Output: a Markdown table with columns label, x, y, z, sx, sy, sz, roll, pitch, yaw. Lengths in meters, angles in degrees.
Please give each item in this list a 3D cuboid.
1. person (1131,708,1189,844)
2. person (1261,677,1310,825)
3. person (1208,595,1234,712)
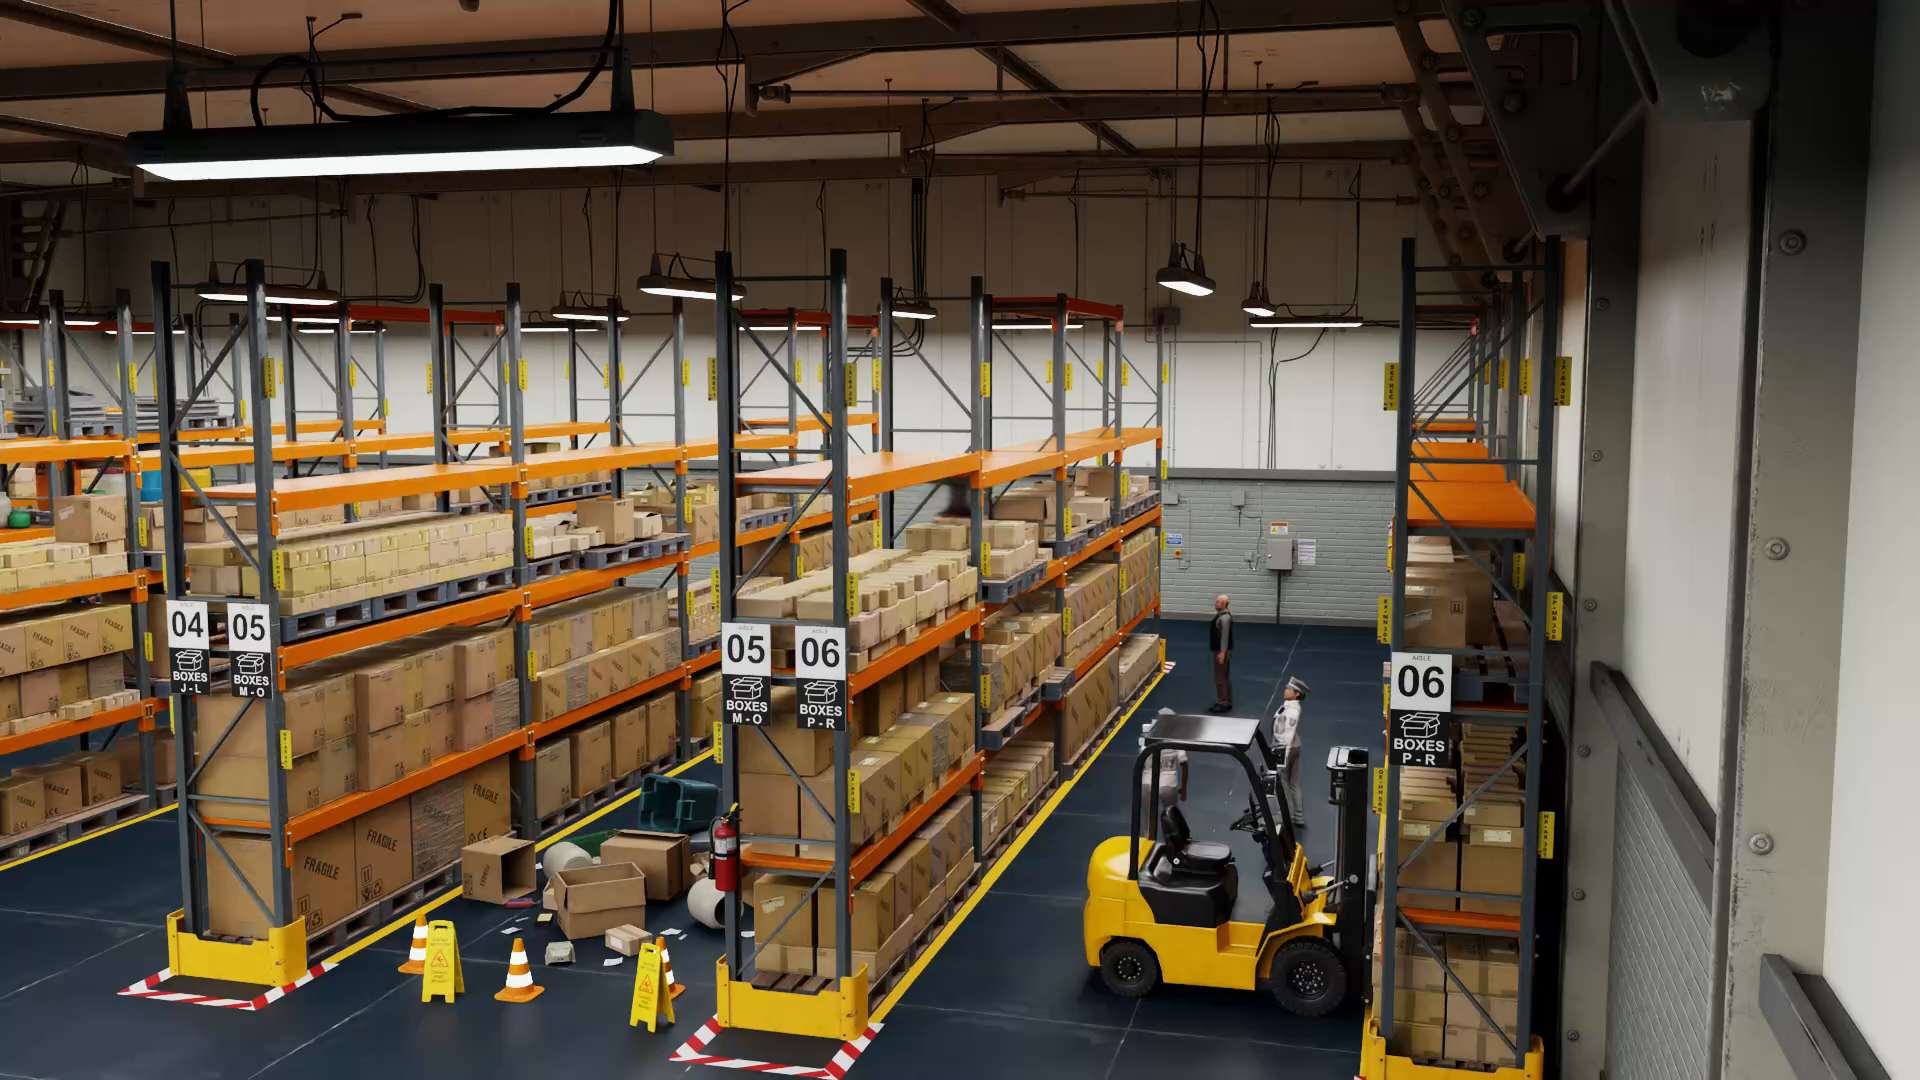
| label | x | y | z | sx | sy | sz | roll | pitch | yaw |
| --- | --- | --- | --- | --- | --- | --- | --- | --- | --- |
| person | 2.025 | 2.569 | 17.095 | 0.638 | 1.727 | 0.657 | 2 | 6 | 18 |
| person | 3.672 | 2.365 | 18.660 | 0.457 | 1.690 | 0.517 | 4 | 7 | 34 |
| person | 3.910 | 1.678 | 24.845 | 0.361 | 1.727 | 0.604 | 1 | 6 | 12 |
